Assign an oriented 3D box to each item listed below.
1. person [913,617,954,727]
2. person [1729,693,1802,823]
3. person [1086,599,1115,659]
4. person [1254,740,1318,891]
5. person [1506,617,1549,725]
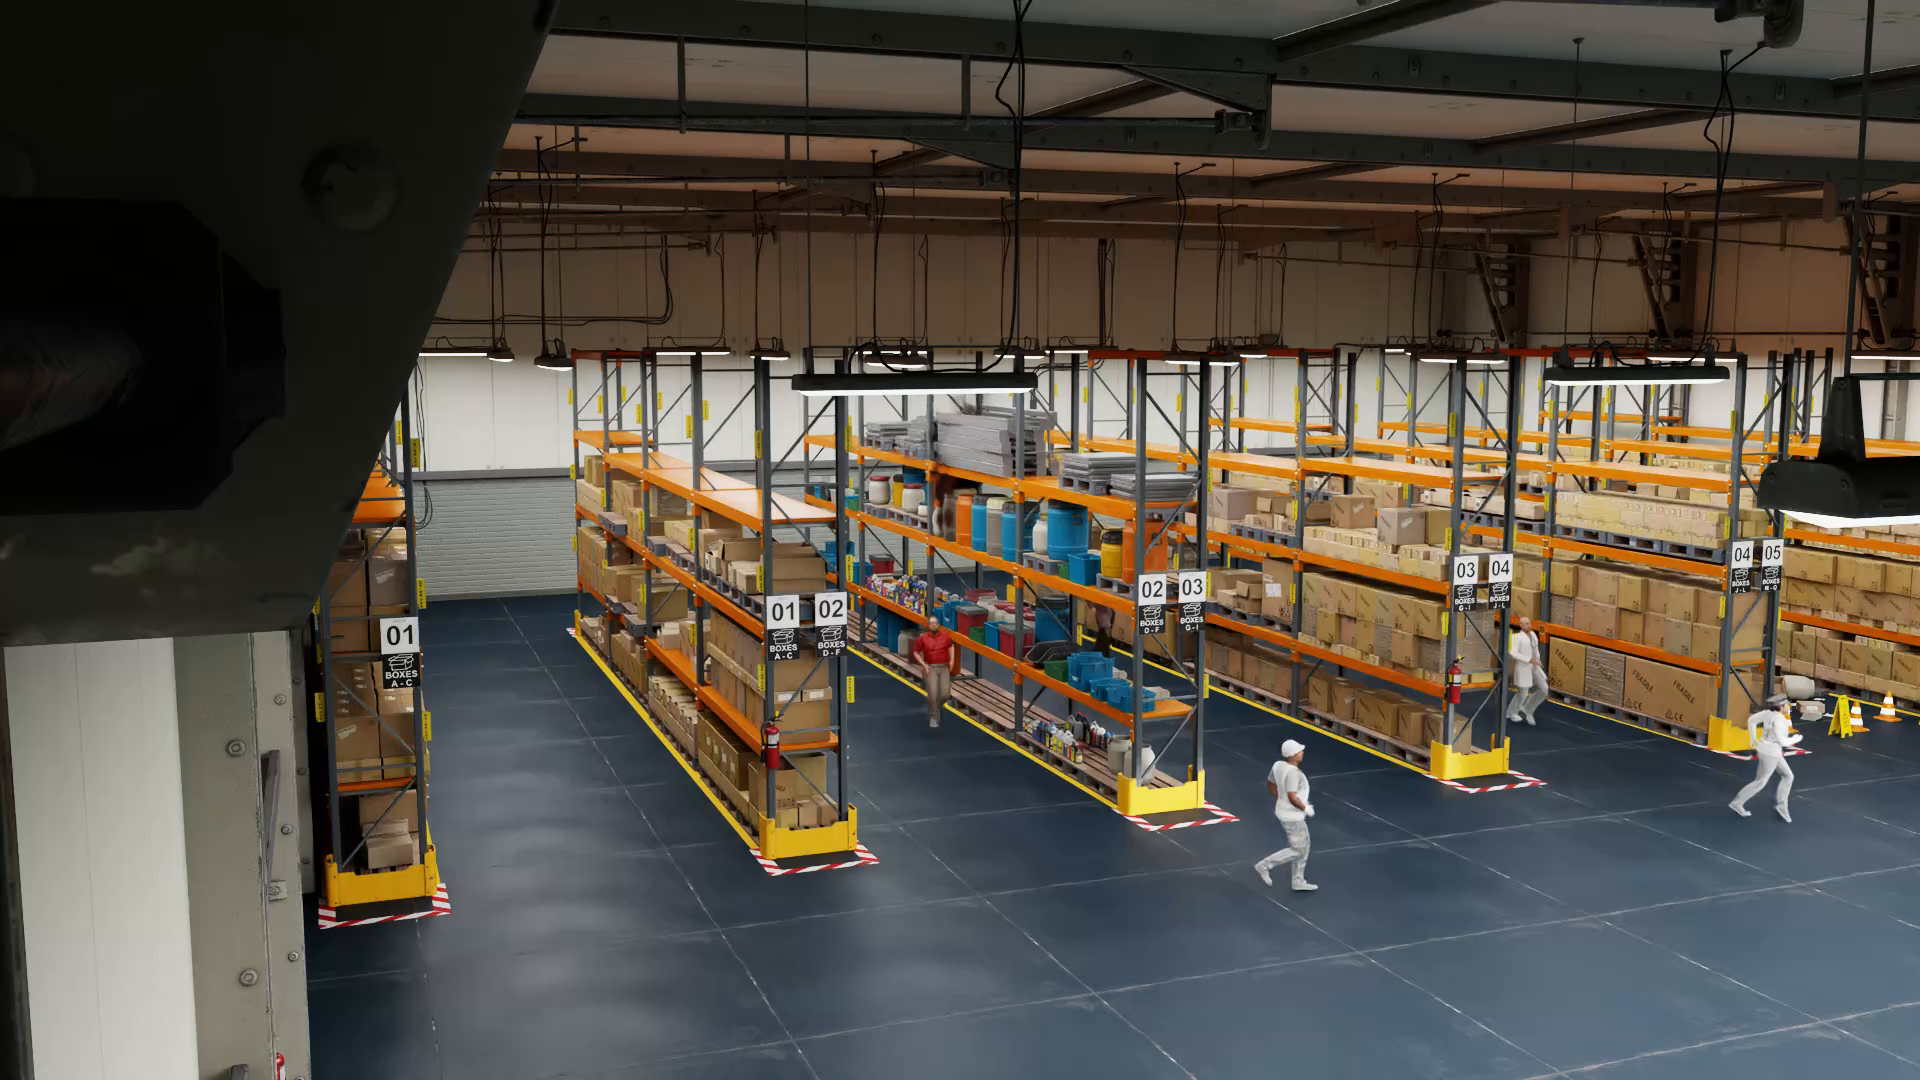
[{"bbox_3d":[-0.388,2.032,25.630,0.643,1.717,0.503,-2,7,-16],"label":"person"},{"bbox_3d":[10.470,2.826,21.610,0.826,1.721,0.638,2,7,12],"label":"person"},{"bbox_3d":[2.649,1.443,30.264,0.597,1.877,0.885,-5,9,-37],"label":"person"},{"bbox_3d":[3.707,3.132,18.858,0.766,1.759,0.686,0,7,-4],"label":"person"},{"bbox_3d":[9.205,2.125,26.979,0.719,1.770,0.741,-4,8,-27],"label":"person"}]
